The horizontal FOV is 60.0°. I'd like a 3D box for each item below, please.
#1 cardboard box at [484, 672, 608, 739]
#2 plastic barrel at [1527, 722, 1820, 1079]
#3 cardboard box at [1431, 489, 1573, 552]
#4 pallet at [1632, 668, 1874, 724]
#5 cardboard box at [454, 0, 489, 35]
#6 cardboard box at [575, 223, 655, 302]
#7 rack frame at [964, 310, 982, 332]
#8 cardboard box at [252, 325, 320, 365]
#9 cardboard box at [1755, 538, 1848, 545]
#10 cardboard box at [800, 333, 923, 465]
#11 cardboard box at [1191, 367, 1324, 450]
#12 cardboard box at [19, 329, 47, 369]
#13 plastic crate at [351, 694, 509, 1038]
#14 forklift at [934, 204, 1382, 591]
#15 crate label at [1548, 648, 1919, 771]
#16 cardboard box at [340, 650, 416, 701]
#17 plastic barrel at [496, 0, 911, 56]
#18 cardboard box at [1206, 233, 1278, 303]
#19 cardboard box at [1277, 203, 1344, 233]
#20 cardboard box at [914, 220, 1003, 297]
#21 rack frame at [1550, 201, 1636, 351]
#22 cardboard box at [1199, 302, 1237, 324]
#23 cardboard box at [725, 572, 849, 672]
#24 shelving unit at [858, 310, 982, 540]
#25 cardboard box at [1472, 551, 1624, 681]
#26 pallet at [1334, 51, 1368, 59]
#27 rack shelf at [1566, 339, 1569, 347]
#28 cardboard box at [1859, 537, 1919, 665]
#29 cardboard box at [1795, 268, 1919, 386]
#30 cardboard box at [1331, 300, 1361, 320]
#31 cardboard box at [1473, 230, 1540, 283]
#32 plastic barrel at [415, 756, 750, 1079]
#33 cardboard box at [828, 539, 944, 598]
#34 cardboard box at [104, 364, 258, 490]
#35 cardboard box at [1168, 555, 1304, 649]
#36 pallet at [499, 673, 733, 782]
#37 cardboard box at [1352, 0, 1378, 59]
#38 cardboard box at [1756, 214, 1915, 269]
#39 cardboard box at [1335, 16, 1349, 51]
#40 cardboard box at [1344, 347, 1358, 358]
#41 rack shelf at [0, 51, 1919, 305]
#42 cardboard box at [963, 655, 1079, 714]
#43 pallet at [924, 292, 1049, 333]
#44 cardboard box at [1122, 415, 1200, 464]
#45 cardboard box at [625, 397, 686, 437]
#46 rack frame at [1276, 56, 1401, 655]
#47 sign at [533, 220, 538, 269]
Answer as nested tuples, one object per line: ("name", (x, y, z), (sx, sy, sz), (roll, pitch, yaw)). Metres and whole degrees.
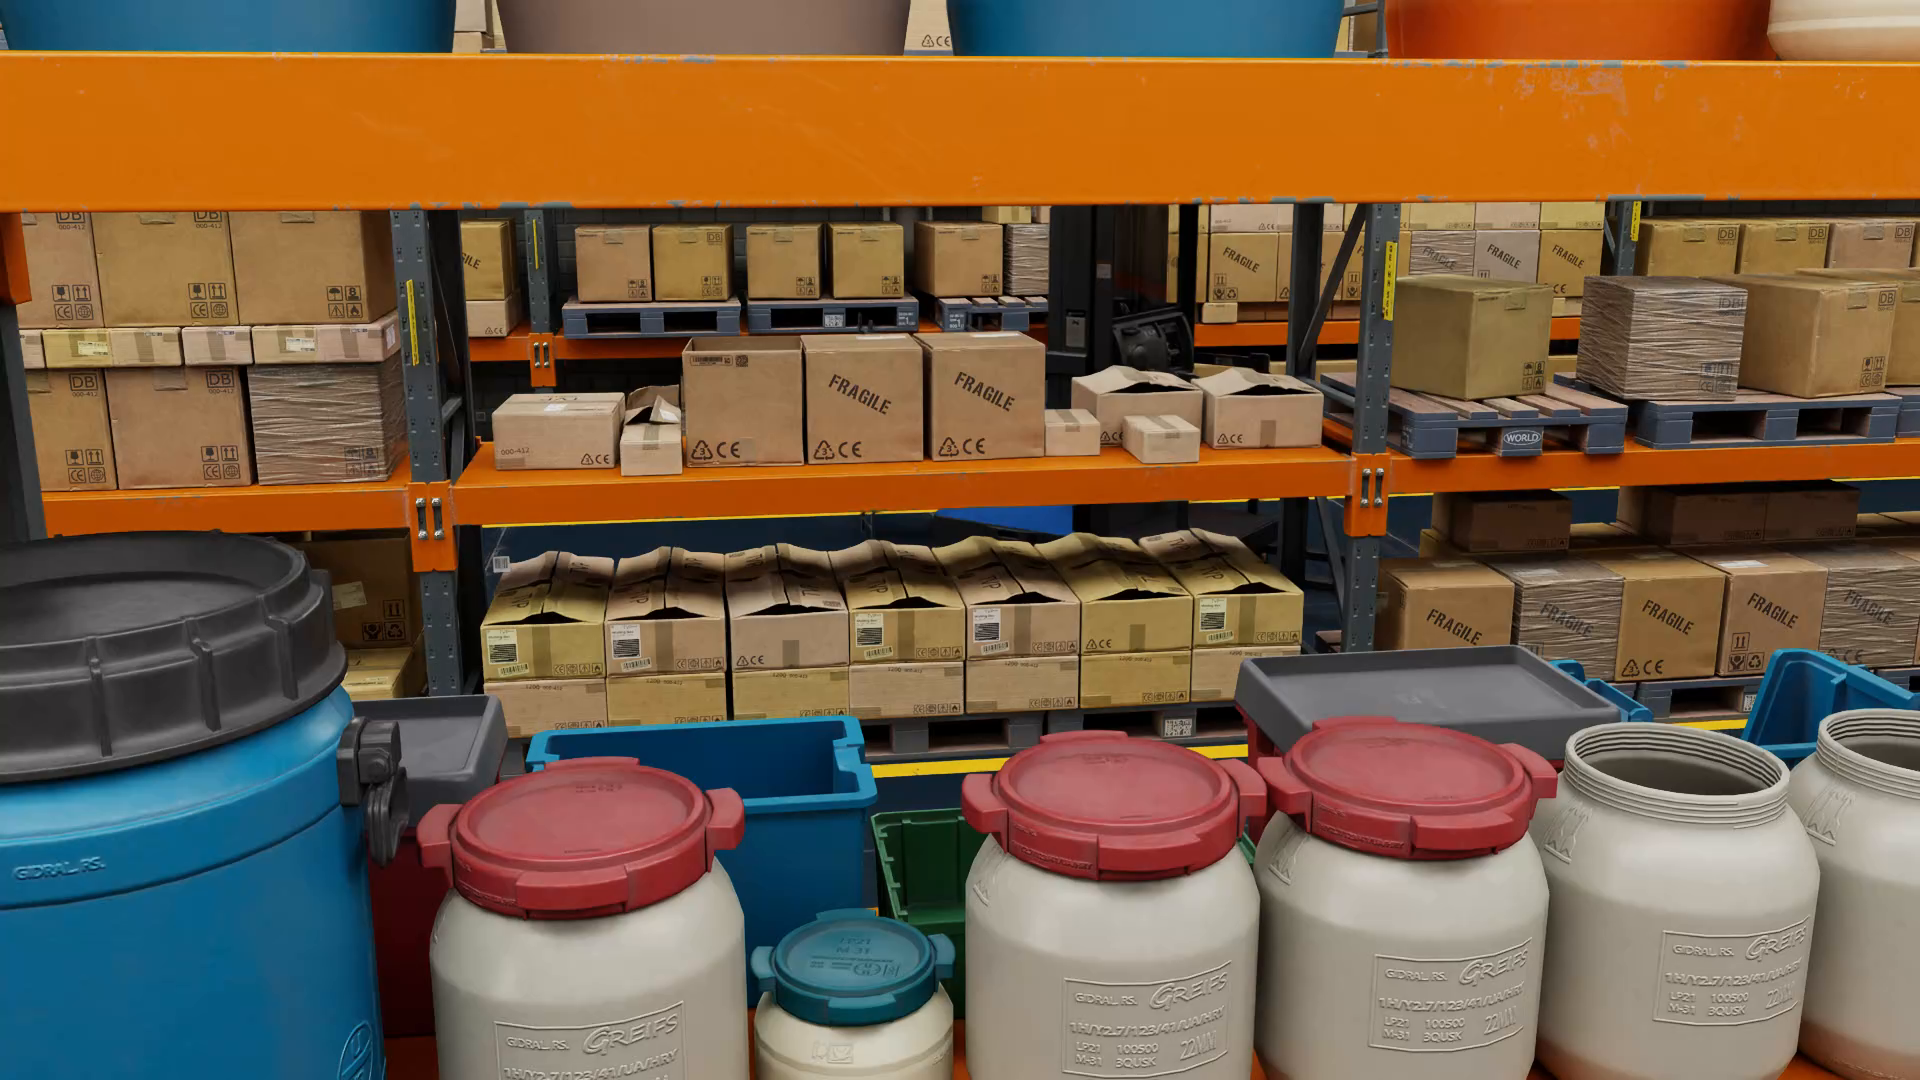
("cardboard box", (-1.785, 0.652, 7.246), (0.500, 0.250, 0.500), (-2, 14, -10))
("plastic barrel", (1.067, 0.573, 2.540), (0.421, 0.512, 0.421), (0, 14, 0))
("cardboard box", (2.679, -0.126, 8.252), (0.500, 0.250, 0.500), (-2, 14, -6))
("pallet", (3.682, 0.623, 8.304), (1.213, 0.211, 1.003), (-2, 14, -8))
("cardboard box", (-3.418, -3.629, 11.059), (0.500, 0.500, 0.500), (-3, 14, -13))
("cardboard box", (-2.454, -1.987, 11.868), (0.500, 0.500, 0.700), (-2, 14, -8))
("rack frame", (0.087, -0.779, 11.246), (0.023, 1.500, 0.400), (-4, 15, -14))
("cardboard box", (-2.703, -0.816, 6.772), (0.250, 0.149, 0.380), (-2, 14, -9))
("cardboard box", (4.154, 0.183, 8.559), (0.500, 0.500, 0.500), (-2, 14, -8))
("cardboard box", (-0.443, -0.633, 7.373), (0.500, 0.500, 0.500), (-2, 14, -8))
("cardboard box", (1.368, -0.622, 7.720), (0.500, 0.311, 0.500), (-1, 14, -5))
("cardboard box", (-3.714, -0.779, 6.624), (0.250, 0.149, 0.380), (-2, 14, -7))
("plastic crate", (-1.054, 0.546, 2.746), (0.583, 0.464, 0.402), (-2, 14, -8))
("forklift", (1.338, -1.180, 9.900), (3.031, 2.935, 1.130), (9, 17, 33))
("crate label", (1.446, 0.477, 3.080), (0.616, 0.435, 0.502), (-2, 14, -8))
("cardboard box", (-2.647, 0.676, 7.149), (0.500, 0.250, 0.500), (-2, 14, -8))
("plastic barrel", (-0.370, -1.124, 2.341), (0.600, 0.901, 0.600), (0, 14, 0))
("cardboard box", (2.030, -2.035, 12.311), (0.500, 0.500, 0.500), (-2, 14, -6))
("cardboard box", (2.505, -2.419, 12.301), (0.500, 0.250, 0.500), (-2, 14, -8))
("cardboard box", (-0.019, -2.075, 12.221), (0.500, 0.500, 0.700), (-3, 14, -14))
("rack frame", (4.948, -2.005, 13.049), (0.127, 3.000, 1.000), (-2, 14, -8))
("cardboard box", (1.879, -1.700, 12.309), (0.250, 0.149, 0.380), (-2, 14, -7))
("cardboard box", (-0.768, 0.344, 7.321), (0.500, 0.311, 0.500), (-3, 14, -10))
("shelving unit", (-0.267, -0.757, 11.157), (0.755, 1.500, 0.431), (-4, 15, -14))
("cardboard box", (2.744, 0.363, 7.843), (0.500, 0.500, 0.500), (-3, 14, -10))
("pallet", (1.077, -1.985, 7.194), (1.003, 0.211, 1.213), (-1, 14, -6))
("rack shelf", (6.926, -1.728, 13.425), (4.000, 0.370, 1.077), (-2, 14, -8))
("cardboard box", (4.754, 0.289, 8.139), (0.500, 0.500, 0.500), (-2, 14, -8))
("cardboard box", (4.517, -1.062, 8.220), (0.500, 0.500, 0.700), (0, 14, 1))
("cardboard box", (2.868, -1.762, 12.556), (0.250, 0.149, 0.380), (-2, 14, -8))
("cardboard box", (4.026, -2.109, 12.606), (0.500, 0.500, 0.500), (-2, 14, -8))
("plastic barrel", (-0.508, 0.621, 2.302), (0.433, 0.535, 0.433), (0, 14, 0))
("cardboard box", (-0.358, 0.196, 7.911), (0.500, 0.311, 0.500), (-2, 14, -9))
("cardboard box", (-3.180, -0.533, 6.977), (0.500, 0.500, 0.700), (-2, 14, -9))
("cardboard box", (1.253, 0.268, 7.623), (0.500, 0.311, 0.500), (-2, 14, -7))
("pallet", (-1.498, 0.793, 7.625), (1.213, 0.211, 1.003), (-2, 14, -8))
("cardboard box", (2.161, -2.196, 7.438), (0.500, 0.500, 0.910), (-2, 14, -8))
("cardboard box", (6.927, -2.220, 13.290), (0.700, 0.700, 0.980), (-3, 14, -11))
("cardboard box", (2.529, -3.657, 12.360), (0.500, 0.500, 0.700), (-1, 14, -5))
("cardboard box", (3.446, -1.078, 12.909), (0.750, 0.750, 0.750), (-2, 14, -7))
("rack shelf", (0.491, -0.605, 2.378), (3.809, 0.124, 0.919), (-2, 14, -8))
("cardboard box", (0.243, 0.577, 7.546), (0.500, 0.250, 0.500), (-2, 14, -7))
("pallet", (0.304, -1.715, 12.289), (1.003, 0.211, 1.213), (-2, 14, -8))
("cardboard box", (0.886, -0.447, 7.355), (0.250, 0.149, 0.380), (-2, 14, -8))
("cardboard box", (-2.237, -0.746, 12.265), (0.500, 0.500, 0.700), (-2, 14, -6))
("rack frame", (1.734, -0.668, 7.720), (0.127, 3.000, 1.000), (-2, 14, -8))
("sign", (-2.874, -2.004, 11.268), (0.005, 0.325, 0.100), (-2, 14, -8))
